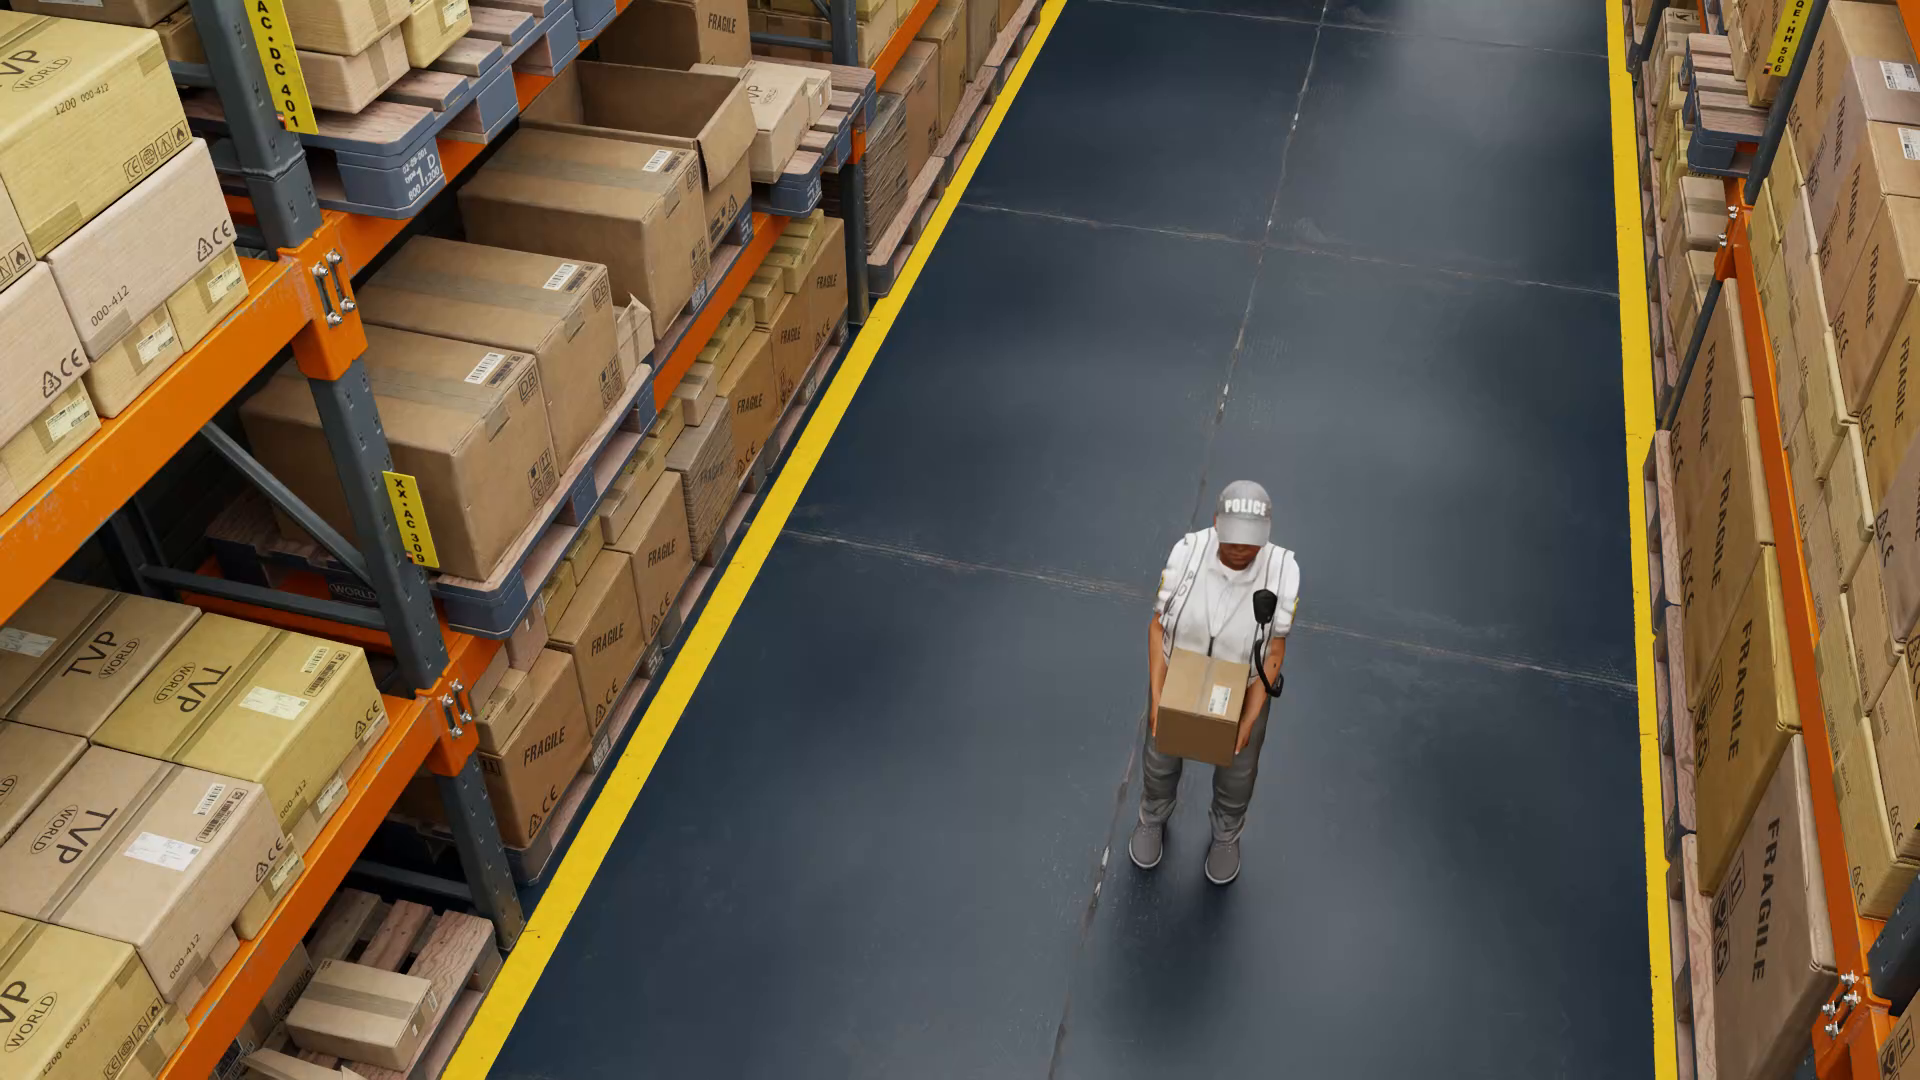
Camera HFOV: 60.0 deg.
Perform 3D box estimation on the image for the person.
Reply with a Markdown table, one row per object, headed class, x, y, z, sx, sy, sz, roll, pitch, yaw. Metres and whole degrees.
| class | x | y | z | sx | sy | sz | roll | pitch | yaw |
| --- | --- | --- | --- | --- | --- | --- | --- | --- | --- |
| person | 0.833 | 0.536 | 5.554 | 0.454 | 1.655 | 0.535 | 11 | 42 | 12 |
